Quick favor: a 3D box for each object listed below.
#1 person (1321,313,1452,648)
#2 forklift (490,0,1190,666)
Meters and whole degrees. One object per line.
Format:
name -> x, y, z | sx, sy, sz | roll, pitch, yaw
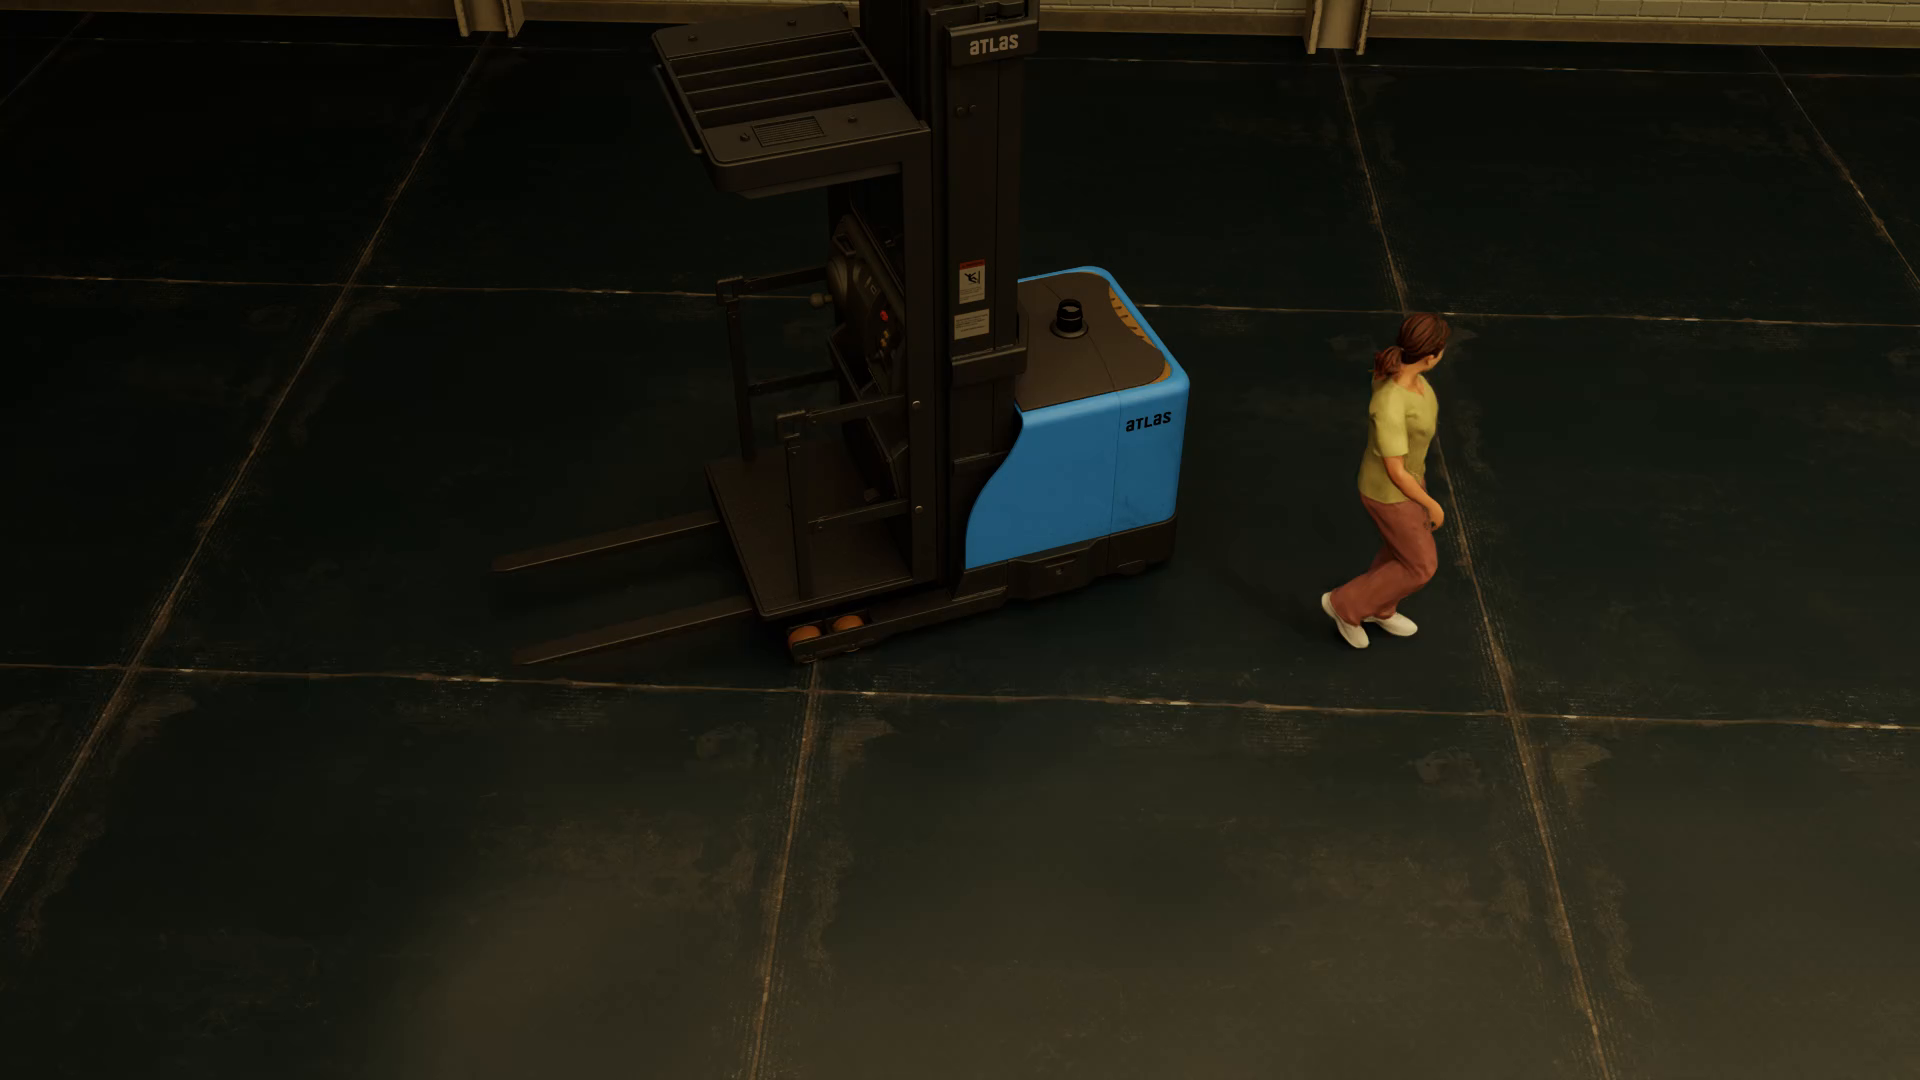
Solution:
person -> 1.860, -0.260, 6.986 | 0.463, 1.644, 0.692 | 16, 45, 16
forklift -> -0.573, -0.945, 6.778 | 3.031, 2.935, 1.130 | -13, 44, -14
